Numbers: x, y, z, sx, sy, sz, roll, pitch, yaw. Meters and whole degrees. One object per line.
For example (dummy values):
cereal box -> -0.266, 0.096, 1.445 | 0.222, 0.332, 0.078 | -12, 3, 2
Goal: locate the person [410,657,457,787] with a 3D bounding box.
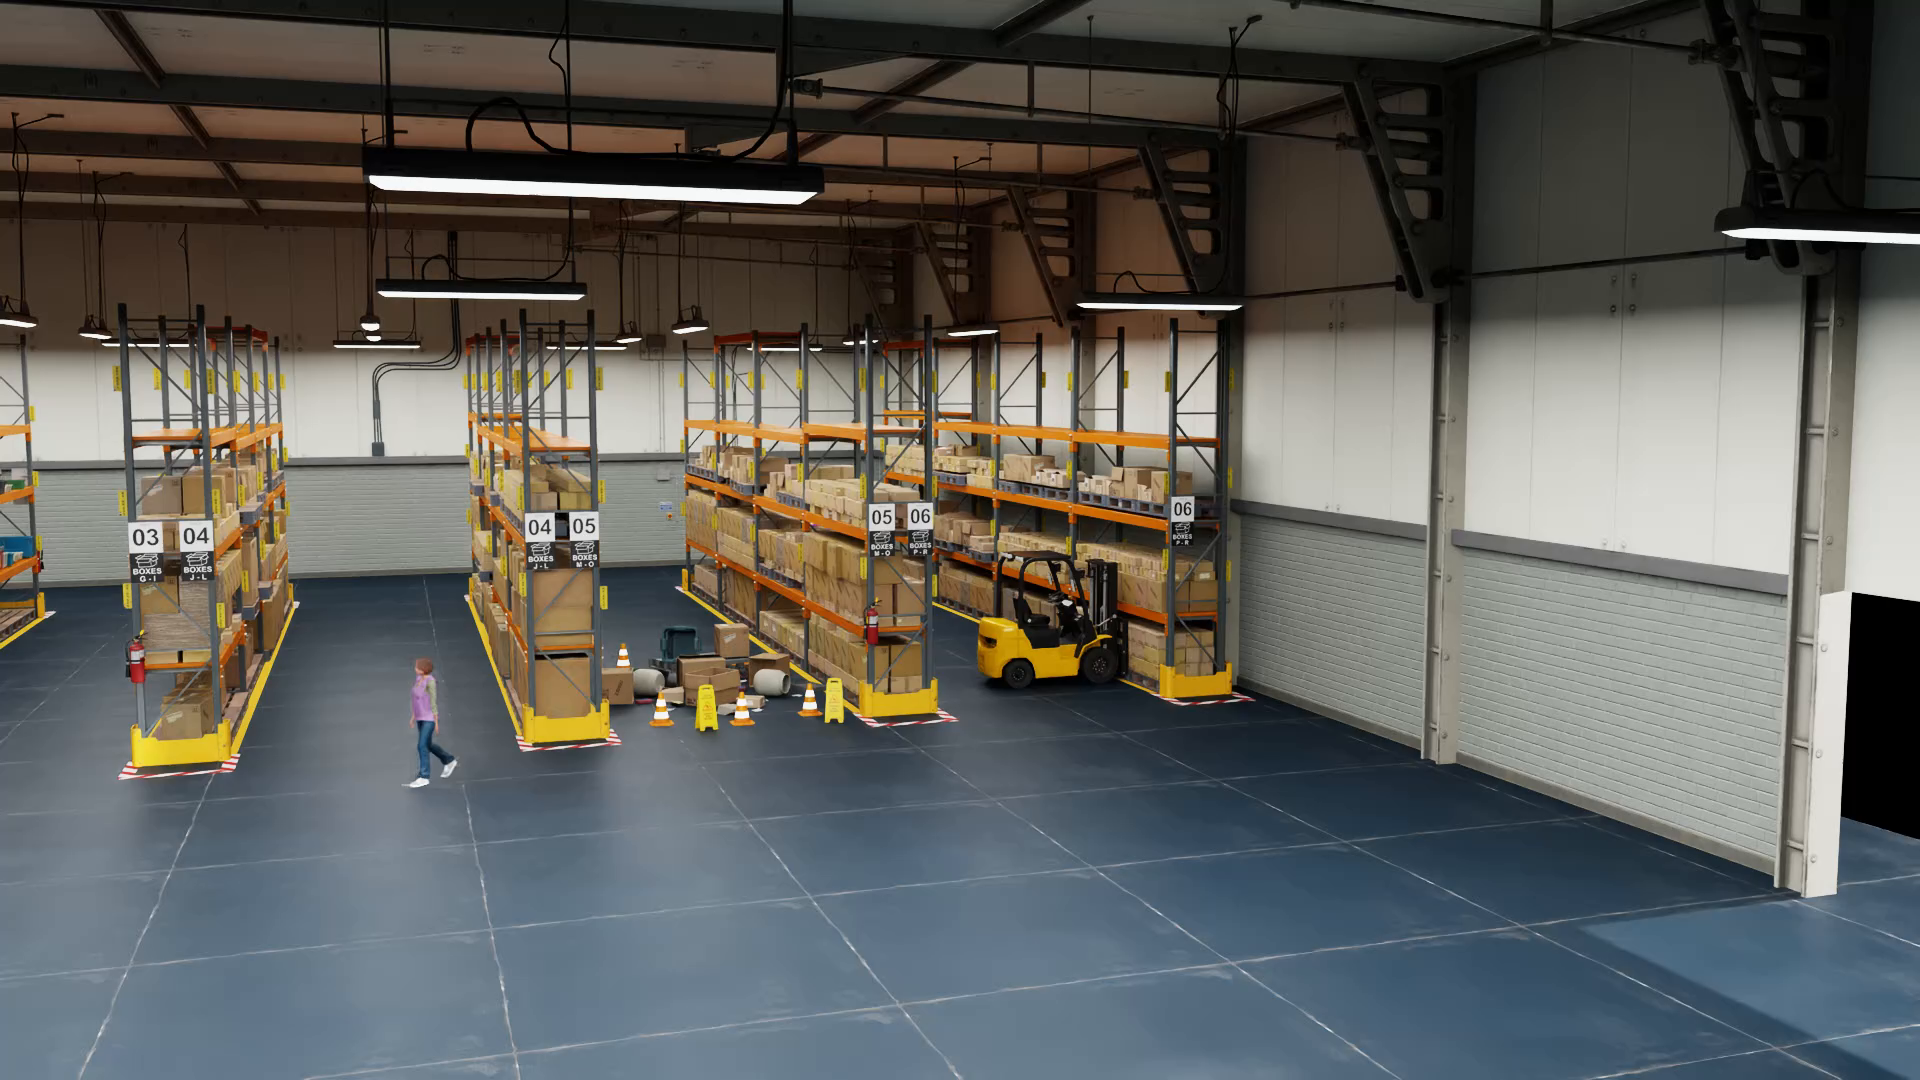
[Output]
person -> -6.602, 2.240, 20.762 | 0.690, 1.588, 0.405 | -4, 7, -38

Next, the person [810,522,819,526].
person -> -3.804, 0.107, 42.465 | 0.849, 1.750, 0.614 | -4, 7, -39
